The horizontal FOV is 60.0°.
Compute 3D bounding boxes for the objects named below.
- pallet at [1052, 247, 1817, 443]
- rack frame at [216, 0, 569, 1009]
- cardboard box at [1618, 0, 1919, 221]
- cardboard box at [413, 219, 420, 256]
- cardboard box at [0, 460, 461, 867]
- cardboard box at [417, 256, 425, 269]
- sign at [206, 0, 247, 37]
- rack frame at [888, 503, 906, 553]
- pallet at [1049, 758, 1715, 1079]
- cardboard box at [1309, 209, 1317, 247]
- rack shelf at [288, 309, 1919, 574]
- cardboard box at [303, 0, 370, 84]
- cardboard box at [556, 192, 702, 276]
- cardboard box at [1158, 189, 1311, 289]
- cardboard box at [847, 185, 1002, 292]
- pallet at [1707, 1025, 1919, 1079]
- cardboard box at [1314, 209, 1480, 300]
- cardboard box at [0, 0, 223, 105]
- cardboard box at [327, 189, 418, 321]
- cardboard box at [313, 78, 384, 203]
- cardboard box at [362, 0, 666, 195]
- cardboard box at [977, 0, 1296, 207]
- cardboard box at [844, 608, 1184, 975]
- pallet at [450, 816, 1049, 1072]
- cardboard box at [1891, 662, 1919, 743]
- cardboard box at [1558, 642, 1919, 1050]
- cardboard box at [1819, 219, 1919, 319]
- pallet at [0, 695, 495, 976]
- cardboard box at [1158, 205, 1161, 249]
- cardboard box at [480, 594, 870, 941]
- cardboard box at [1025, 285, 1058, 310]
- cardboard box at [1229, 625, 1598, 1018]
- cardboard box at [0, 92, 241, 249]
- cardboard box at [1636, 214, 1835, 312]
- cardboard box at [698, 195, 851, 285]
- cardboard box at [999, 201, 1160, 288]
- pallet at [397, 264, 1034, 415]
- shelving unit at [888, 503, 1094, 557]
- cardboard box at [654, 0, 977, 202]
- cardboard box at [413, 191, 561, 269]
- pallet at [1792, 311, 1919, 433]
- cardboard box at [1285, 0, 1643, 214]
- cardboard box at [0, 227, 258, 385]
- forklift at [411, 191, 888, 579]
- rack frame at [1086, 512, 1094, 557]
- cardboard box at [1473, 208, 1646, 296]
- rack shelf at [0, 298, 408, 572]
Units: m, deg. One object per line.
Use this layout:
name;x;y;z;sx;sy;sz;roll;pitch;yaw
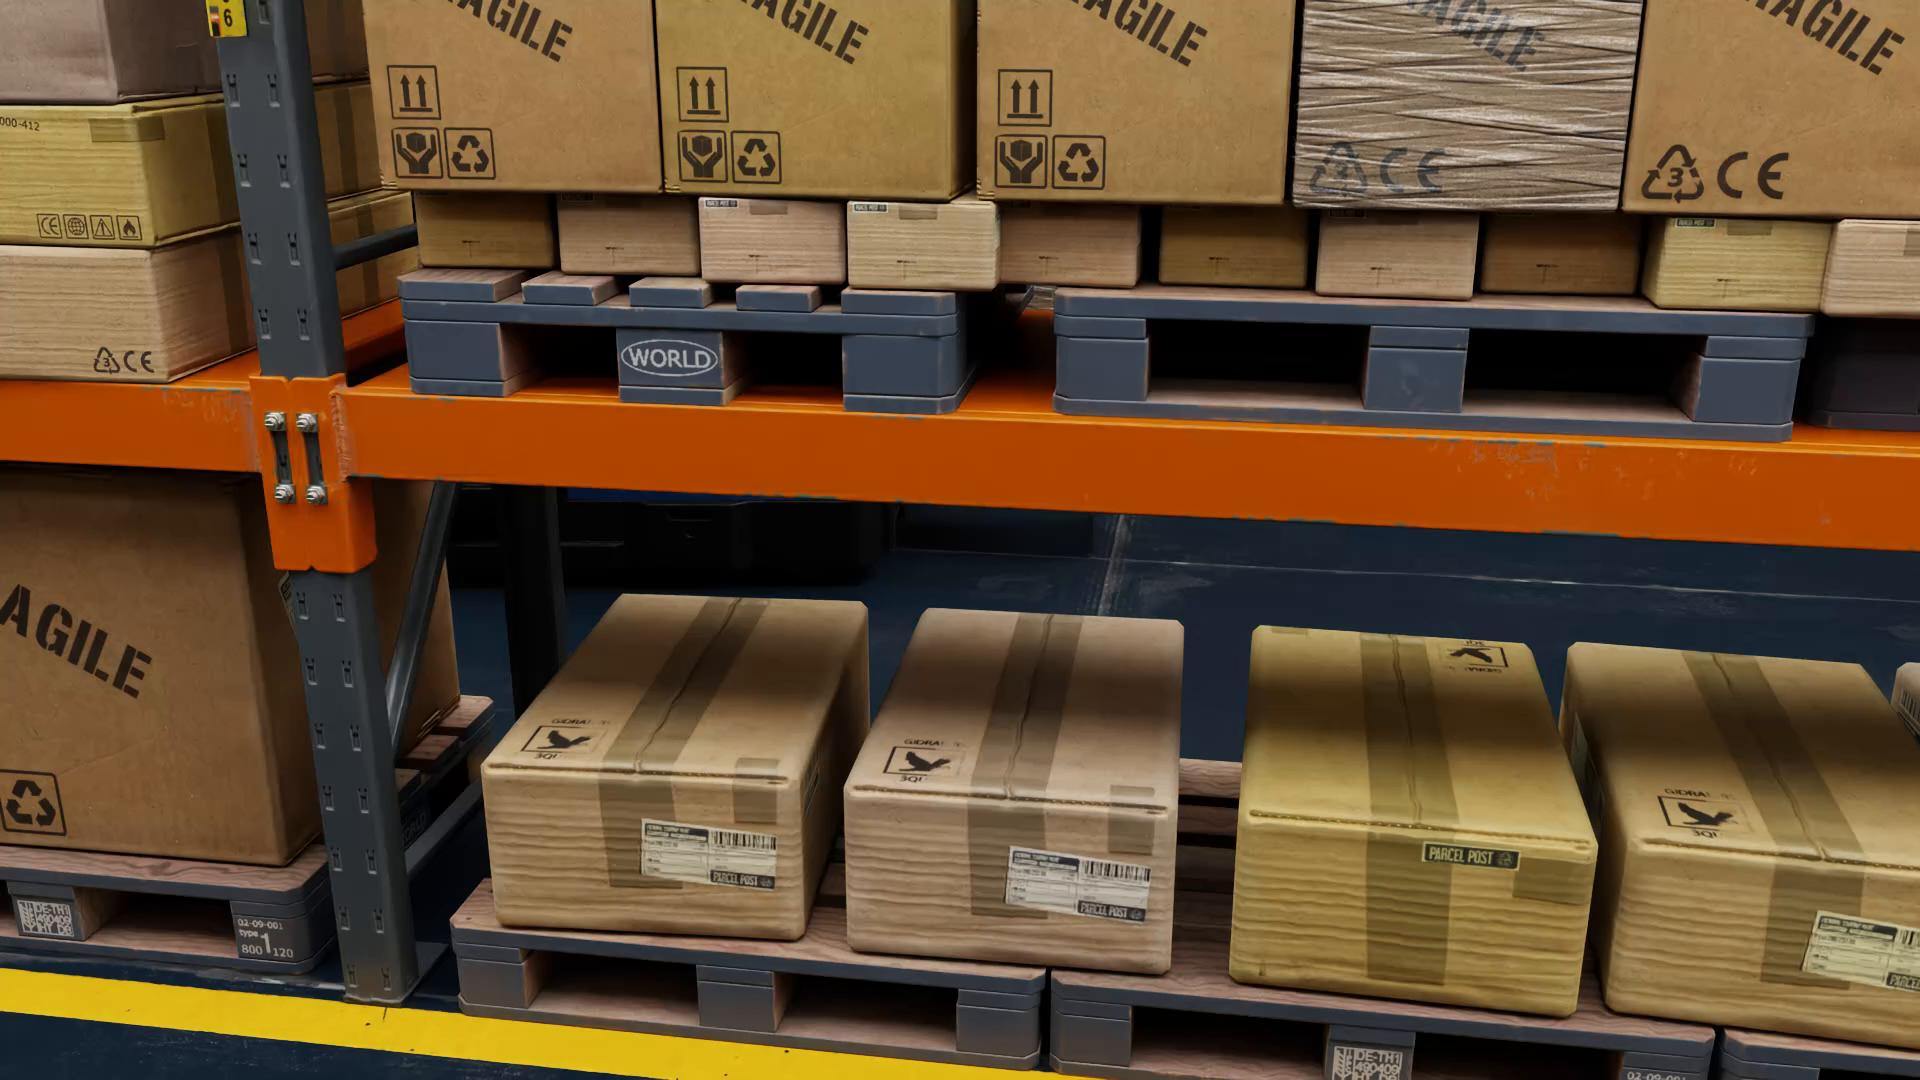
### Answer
pallet;0.829;-0.440;3.193;1.213;0.211;1.003;3;19;9
rack frame;-1.132;-0.618;3.422;0.127;3.000;1.000;3;19;9
cardboard box;1.326;-0.808;2.702;0.500;0.500;0.500;4;19;11
cardboard box;-2.687;-1.548;8.458;0.250;0.149;0.380;4;19;11
cardboard box;-1.801;0.130;3.874;0.875;0.875;0.875;3;19;8
cardboard box;-2.837;-1.243;8.568;0.500;0.500;0.500;2;19;7
sign;-1.217;-0.993;2.718;0.005;0.325;0.100;3;19;9
rack frame;-0.239;-0.728;6.116;0.023;1.500;0.400;1;19;4
pallet;0.840;0.807;3.560;1.213;0.211;1.003;3;19;9
cardboard box;0.771;-0.702;3.407;0.250;0.149;0.380;2;19;7
rack shelf;0.843;-0.176;3.235;4.000;0.370;1.077;3;19;9
cardboard box;-1.580;-1.241;3.551;0.500;0.500;0.500;2;19;7
cardboard box;-0.567;-0.598;3.098;0.250;0.149;0.380;2;19;5
cardboard box;0.500;-0.560;2.984;0.250;0.149;0.380;4;19;11
cardboard box;-0.036;-0.550;2.953;0.250;0.149;0.380;3;19;9
pallet;2.048;0.867;3.379;1.213;0.211;1.003;3;19;9
cardboard box;0.747;-0.527;2.884;0.250;0.149;0.380;4;19;10
cardboard box;-1.684;-1.083;3.080;0.500;0.500;0.500;2;19;7
cardboard box;-1.575;-0.650;3.755;0.500;0.250;0.500;3;19;8
cardboard box;-1.593;-0.887;3.674;0.500;0.250;0.500;3;19;8
cardboard box;-0.725;-0.910;3.008;0.500;0.500;0.500;2;19;7
cardboard box;0.316;-0.862;2.863;0.500;0.500;0.500;3;19;10
cardboard box;0.154;0.495;3.575;0.625;0.372;0.950;3;19;8
pallet;-0.361;0.744;3.746;1.213;0.211;1.003;3;19;9
cardboard box;2.299;0.605;3.247;0.625;0.372;0.950;3;19;9
cardboard box;1.589;0.570;3.352;0.625;0.372;0.950;4;19;12
cardboard box;1.496;-0.468;2.709;0.250;0.149;0.380;3;19;9
pallet;-1.899;0.641;4.054;1.213;0.211;1.003;3;19;9
cardboard box;0.510;-0.689;3.368;0.250;0.149;0.380;3;19;9
cardboard box;-0.576;0.461;3.678;0.625;0.372;0.950;2;19;5
cardboard box;0.265;-1.210;8.274;0.625;0.625;0.875;4;19;10
cardboard box;0.902;0.535;3.455;0.625;0.372;0.950;4;19;10
cardboard box;-1.651;-0.728;3.201;0.500;0.250;0.500;3;19;8
cardboard box;1.260;-0.492;2.779;0.250;0.149;0.380;3;19;9
cardboard box;-0.304;-0.570;3.014;0.250;0.149;0.380;2;19;5
cardboard box;0.215;-0.562;2.990;0.250;0.149;0.380;4;19;12
pallet;-0.412;-0.524;3.445;1.003;0.211;1.213;3;19;9
shelving unit;0.126;-0.720;6.092;0.755;1.500;0.431;1;19;4
cardboard box;-0.209;-0.886;2.936;0.500;0.500;0.500;4;19;11
cardboard box;-0.841;-0.623;3.172;0.250;0.149;0.380;2;19;5
pallet;2.086;-0.409;3.102;1.213;0.211;1.003;3;19;9
cardboard box;0.809;-0.834;2.780;0.500;0.500;0.500;2;19;7
cardboard box;-1.673;-0.491;3.279;0.500;0.250;0.500;2;19;7
forklift;-1.798;-1.397;5.859;3.031;2.935;1.130;0;19;1
rack frame;0.491;-0.712;6.069;0.023;1.500;0.400;1;19;4
cardboard box;1.017;-0.537;2.915;0.250;0.149;0.380;2;19;7
rack shelf;-3.107;-0.377;3.837;4.000;0.370;1.077;3;19;9
